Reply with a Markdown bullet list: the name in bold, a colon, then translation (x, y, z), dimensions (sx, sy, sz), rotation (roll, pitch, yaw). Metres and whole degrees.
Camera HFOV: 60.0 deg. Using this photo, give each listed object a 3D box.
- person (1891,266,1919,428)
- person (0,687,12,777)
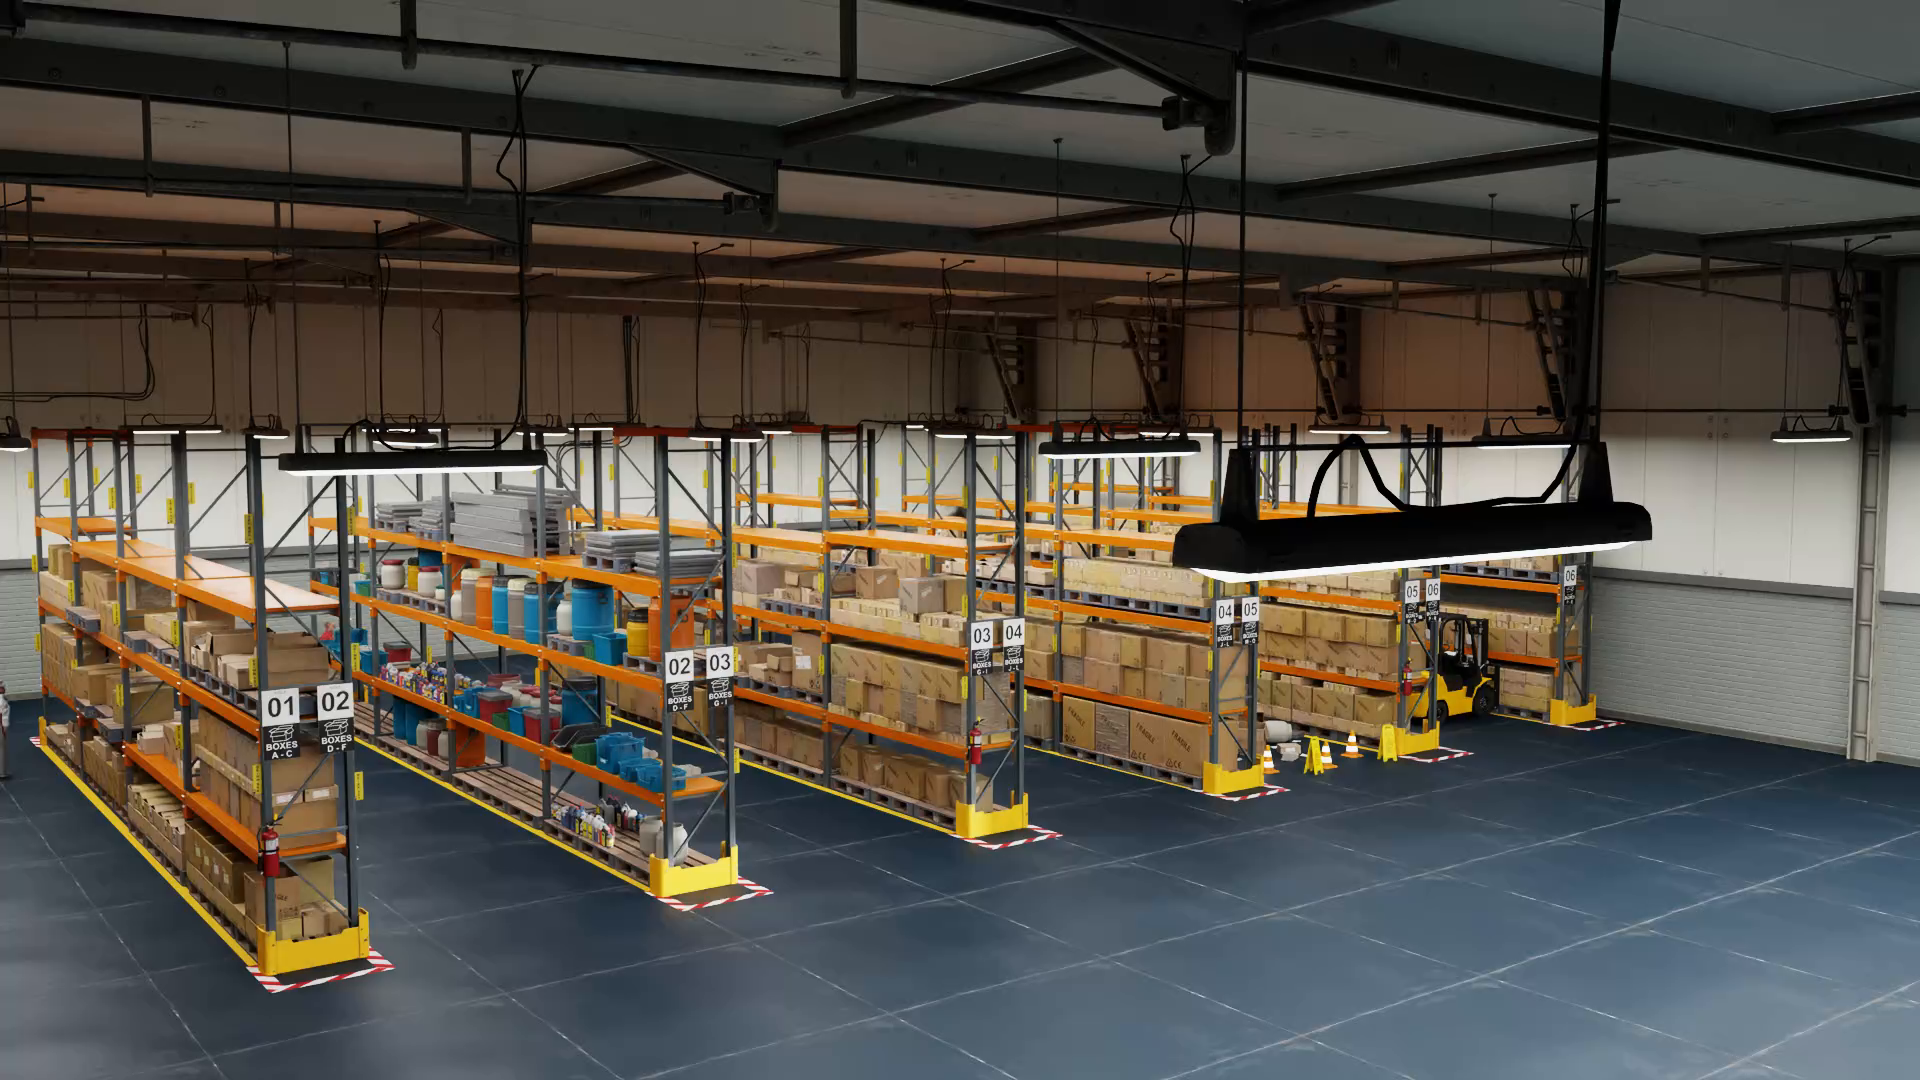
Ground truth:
- **person**: translation (12.708, -0.706, 32.332), dimensions (20.614, 9.004, 1.280), rotation (4, 6, 41)
- **person**: translation (-16.552, 3.256, 28.692), dimensions (0.474, 1.650, 0.369), rotation (4, 6, 39)
